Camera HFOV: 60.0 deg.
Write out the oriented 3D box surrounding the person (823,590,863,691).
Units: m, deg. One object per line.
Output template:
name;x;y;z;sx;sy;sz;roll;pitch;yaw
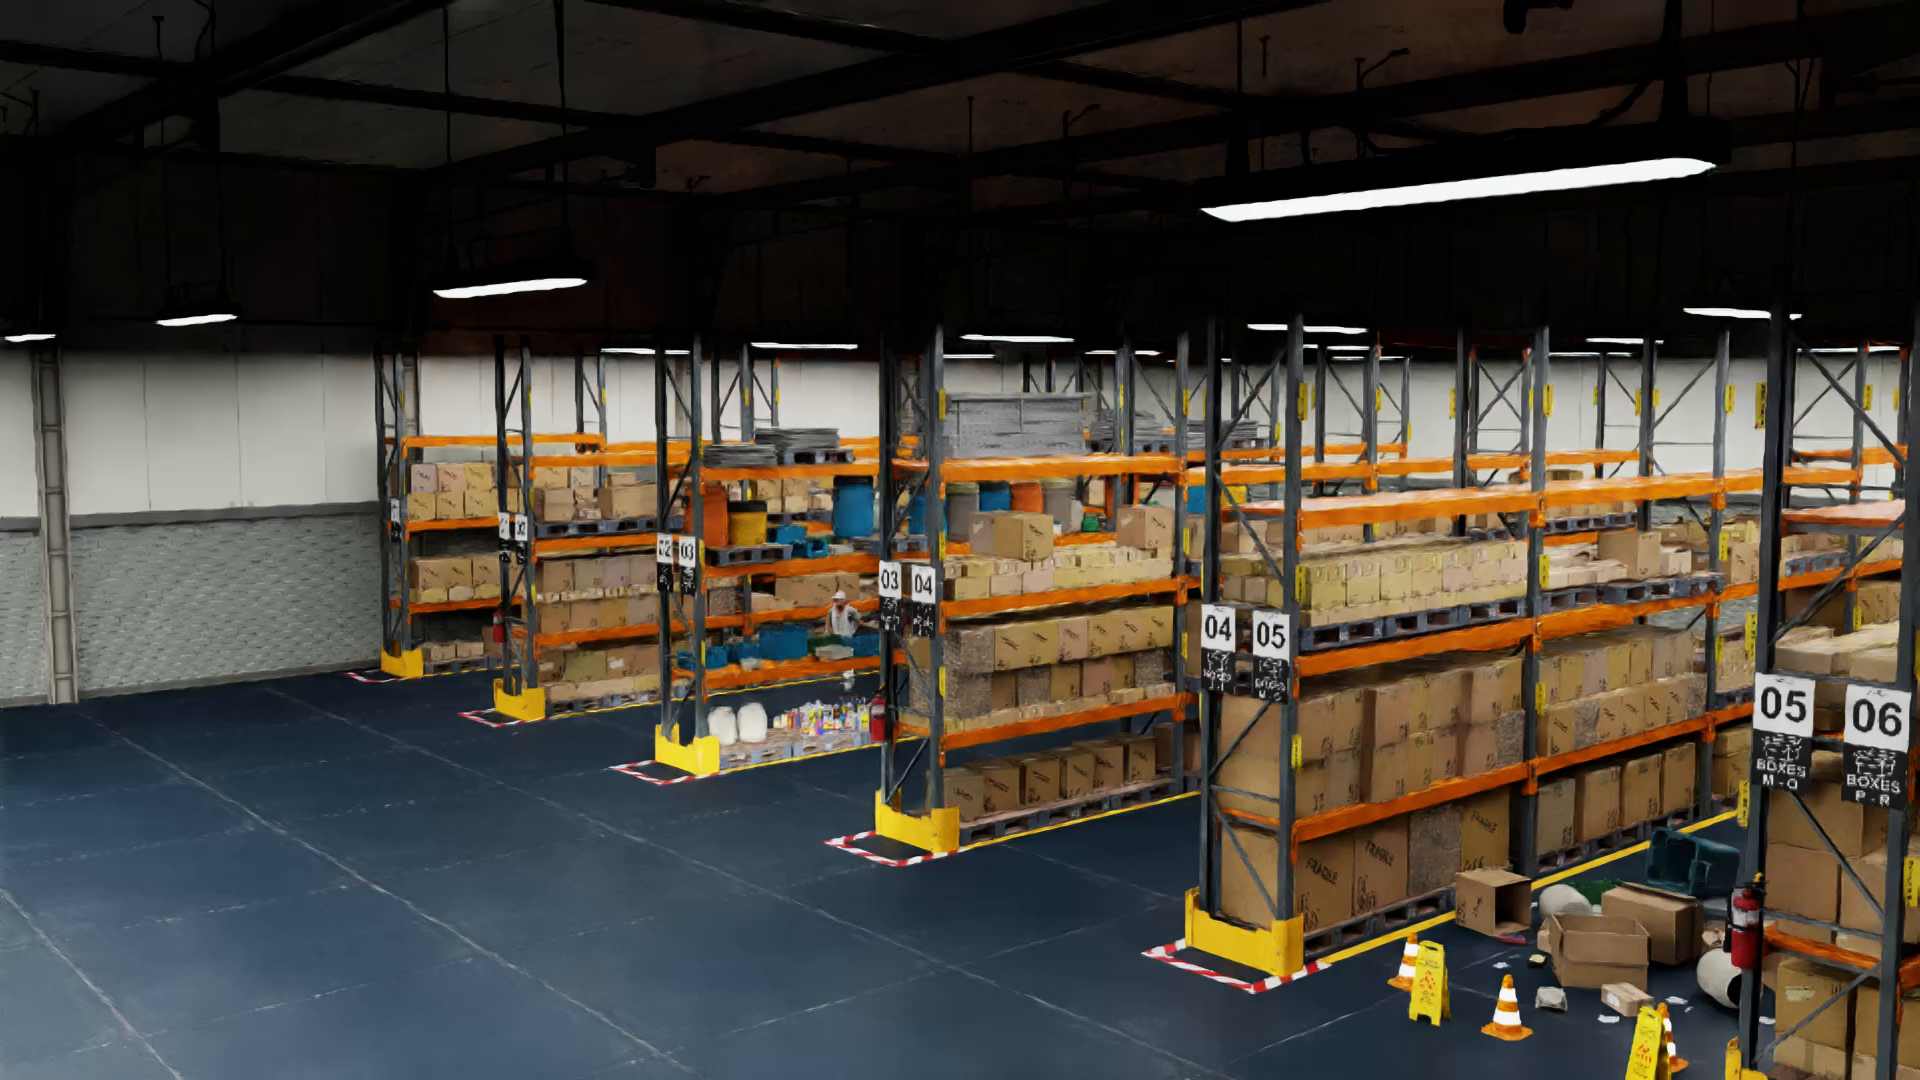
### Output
person;-1.966;1.704;28.497;0.684;1.714;0.845;3;6;33
